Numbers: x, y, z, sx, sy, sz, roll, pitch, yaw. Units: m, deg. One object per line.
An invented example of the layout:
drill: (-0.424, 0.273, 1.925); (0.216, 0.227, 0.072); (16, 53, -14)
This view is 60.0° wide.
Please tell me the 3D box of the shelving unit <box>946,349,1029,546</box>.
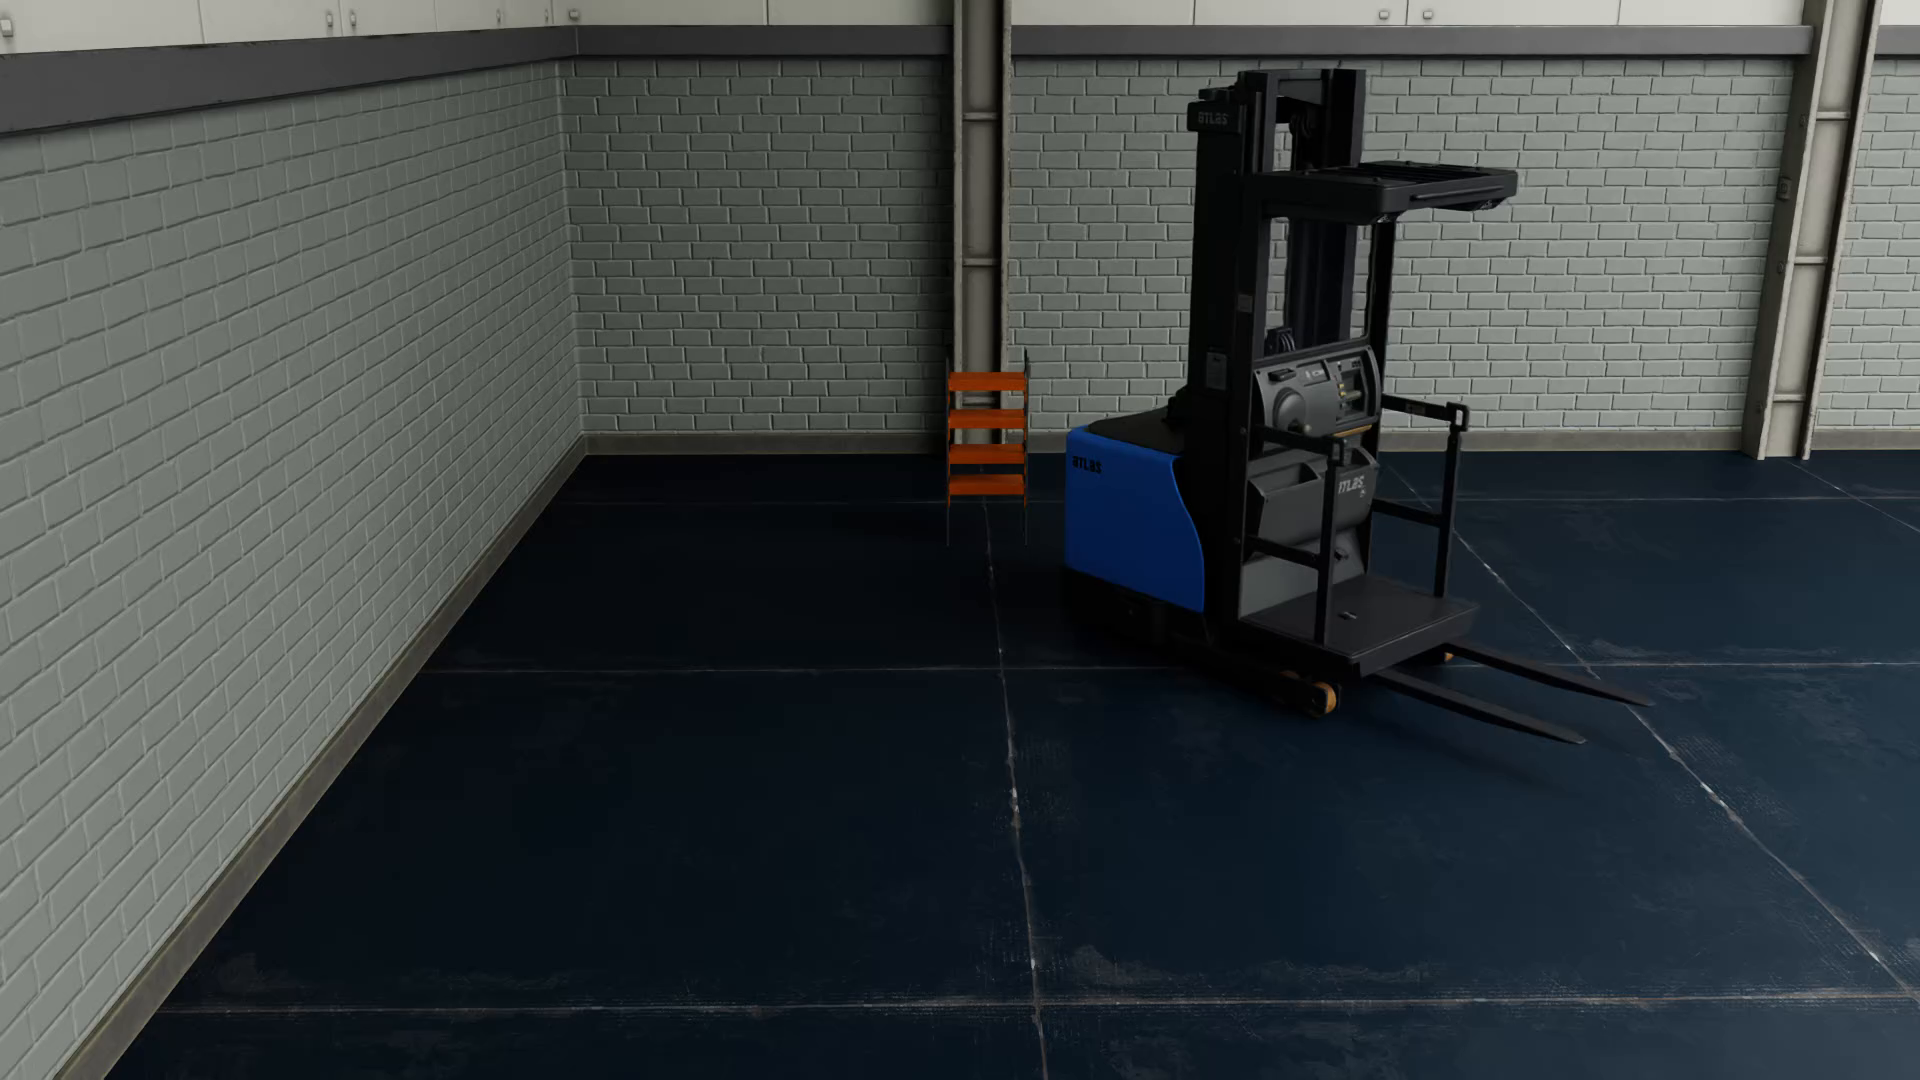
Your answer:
shelving unit: (0.166, -0.572, 10.367); (0.503, 1.200, 0.258); (0, 18, -1)

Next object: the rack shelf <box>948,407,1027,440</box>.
rack shelf: (0.166, -0.721, 10.319); (0.480, 0.148, 0.258); (0, 18, -1)

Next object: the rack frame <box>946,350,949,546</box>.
rack frame: (-0.078, -0.571, 10.363); (0.015, 1.200, 0.240); (0, 18, -1)

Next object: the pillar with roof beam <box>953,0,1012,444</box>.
pillar with roof beam: (0.218, -3.590, 7.007); (0.400, 9.000, 9.100); (0, 18, -1)

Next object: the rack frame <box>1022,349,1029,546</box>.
rack frame: (0.409, -0.573, 10.370); (0.015, 1.200, 0.240); (0, 18, -1)

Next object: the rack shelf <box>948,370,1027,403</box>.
rack shelf: (0.166, -0.946, 10.247); (0.480, 0.148, 0.258); (0, 18, -1)

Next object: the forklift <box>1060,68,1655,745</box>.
forklift: (1.901, -0.728, 8.018); (1.130, 2.935, 3.031); (-15, 23, -39)

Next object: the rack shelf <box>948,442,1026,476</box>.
rack shelf: (0.166, -0.508, 10.387); (0.480, 0.148, 0.258); (0, 18, -1)

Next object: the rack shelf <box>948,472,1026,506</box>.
rack shelf: (0.166, -0.319, 10.448); (0.480, 0.148, 0.258); (0, 18, -1)

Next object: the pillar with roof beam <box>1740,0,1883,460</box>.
pillar with roof beam: (6.217, -3.619, 7.097); (0.400, 9.000, 9.100); (0, 18, -1)
